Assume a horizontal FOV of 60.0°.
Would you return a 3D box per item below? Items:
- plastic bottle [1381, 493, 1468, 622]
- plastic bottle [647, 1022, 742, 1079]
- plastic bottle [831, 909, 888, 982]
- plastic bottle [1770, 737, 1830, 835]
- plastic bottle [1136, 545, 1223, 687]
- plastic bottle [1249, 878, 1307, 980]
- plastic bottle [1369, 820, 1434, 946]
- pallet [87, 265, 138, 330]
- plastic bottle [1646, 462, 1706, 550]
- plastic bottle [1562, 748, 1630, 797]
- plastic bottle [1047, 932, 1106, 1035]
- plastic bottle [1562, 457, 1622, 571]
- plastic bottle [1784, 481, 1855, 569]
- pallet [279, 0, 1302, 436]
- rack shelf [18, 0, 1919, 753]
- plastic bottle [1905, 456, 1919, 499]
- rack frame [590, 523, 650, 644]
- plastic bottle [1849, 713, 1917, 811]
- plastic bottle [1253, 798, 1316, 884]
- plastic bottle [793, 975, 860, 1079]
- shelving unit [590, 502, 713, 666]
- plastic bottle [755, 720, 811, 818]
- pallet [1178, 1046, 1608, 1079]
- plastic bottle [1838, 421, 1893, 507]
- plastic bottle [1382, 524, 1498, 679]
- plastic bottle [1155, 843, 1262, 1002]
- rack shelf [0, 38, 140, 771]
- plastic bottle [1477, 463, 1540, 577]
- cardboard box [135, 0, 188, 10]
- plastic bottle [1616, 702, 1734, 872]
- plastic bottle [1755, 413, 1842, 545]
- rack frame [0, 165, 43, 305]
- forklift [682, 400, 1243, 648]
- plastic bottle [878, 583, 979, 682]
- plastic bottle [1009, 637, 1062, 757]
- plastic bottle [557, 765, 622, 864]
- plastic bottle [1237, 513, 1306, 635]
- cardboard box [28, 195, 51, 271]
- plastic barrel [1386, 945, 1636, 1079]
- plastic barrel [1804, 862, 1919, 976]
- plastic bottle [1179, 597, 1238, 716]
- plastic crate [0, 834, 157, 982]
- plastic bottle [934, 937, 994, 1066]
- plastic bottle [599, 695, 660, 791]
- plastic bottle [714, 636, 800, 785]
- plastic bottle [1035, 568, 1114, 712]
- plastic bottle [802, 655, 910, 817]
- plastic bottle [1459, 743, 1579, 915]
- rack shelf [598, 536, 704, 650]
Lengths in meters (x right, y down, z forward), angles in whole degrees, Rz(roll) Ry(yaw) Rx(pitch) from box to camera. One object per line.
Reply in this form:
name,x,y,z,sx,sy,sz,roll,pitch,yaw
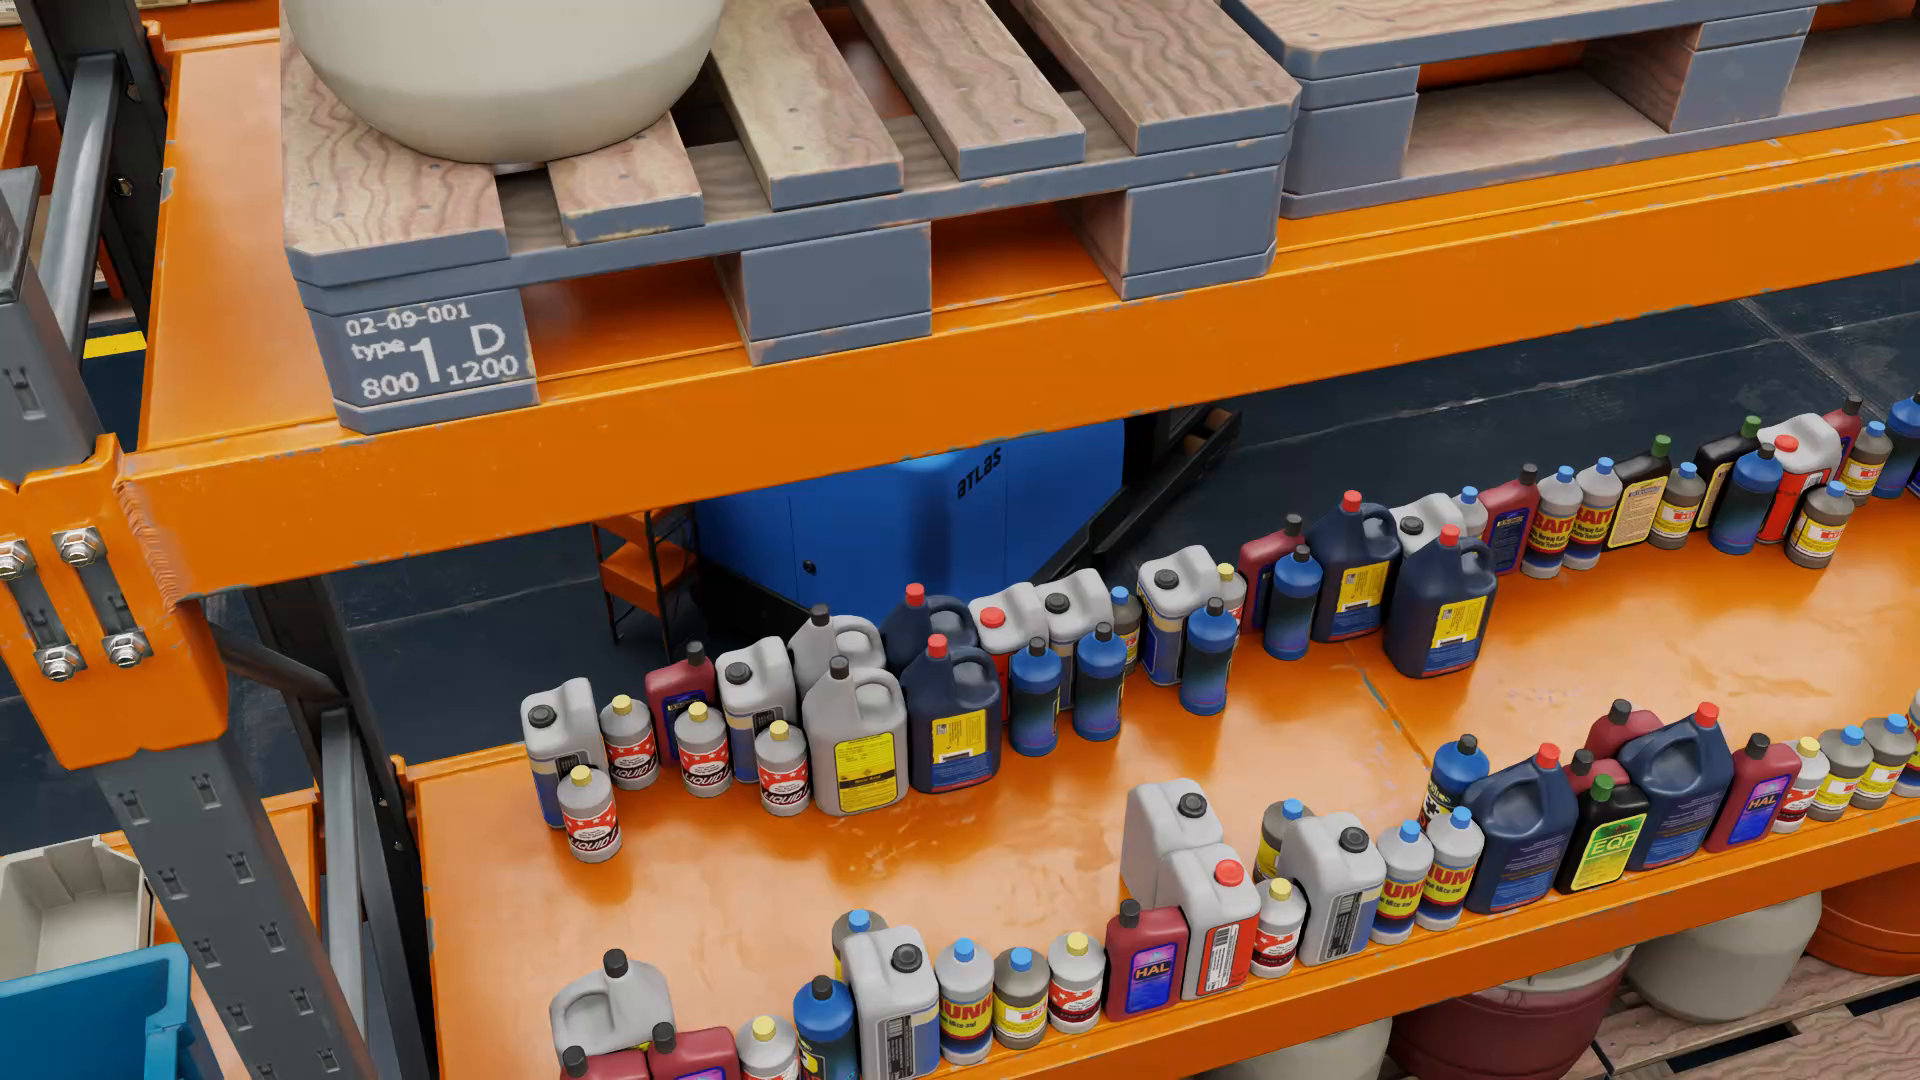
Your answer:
plastic bottle,0.966,0.038,3.521,0.135,0.276,0.152,-12,42,-13
plastic bottle,-0.412,0.838,2.600,0.133,0.283,0.061,-12,42,-13
plastic bottle,-0.167,0.700,2.820,0.097,0.201,0.097,0,41,0
plastic bottle,1.555,0.448,3.108,0.097,0.201,0.097,0,41,0
plastic bottle,0.441,0.146,3.397,0.135,0.276,0.152,-12,42,-13
plastic bottle,0.541,0.658,2.867,0.097,0.201,0.097,0,41,0
plastic bottle,0.762,0.586,2.897,0.097,0.271,0.097,0,41,0
pallet,-3.254,-1.332,7.114,1.213,0.211,1.003,-12,42,-13
plastic bottle,1.601,-0.085,3.718,0.097,0.201,0.097,0,41,0
plastic bottle,1.129,0.476,3.013,0.133,0.283,0.061,-12,42,-13
plastic bottle,0.192,0.731,2.785,0.097,0.201,0.097,0,41,0
plastic bottle,1.381,-0.065,3.643,0.097,0.271,0.097,0,41,0
plastic bottle,1.902,-0.042,3.669,0.097,0.201,0.097,0,41,0
pallet,-0.299,-0.650,2.078,1.003,0.211,1.213,-12,42,-13
rack shelf,0.891,-0.629,2.457,4.000,0.370,1.077,-12,42,-13
plastic bottle,2.288,-0.236,3.835,0.135,0.276,0.152,-12,42,-13
rack frame,-1.062,-0.116,5.085,0.008,1.050,0.200,24,47,25
plastic bottle,1.741,0.410,3.152,0.097,0.201,0.097,0,41,0
plastic bottle,0.588,0.544,2.999,0.097,0.201,0.097,0,41,0
plastic bottle,-0.214,0.789,2.665,0.097,0.271,0.097,0,41,0
shelving unit,-0.960,-0.071,5.033,0.252,1.050,0.215,24,47,25
plastic bottle,-0.335,0.421,3.139,0.097,0.201,0.097,0,41,0
pallet,0.897,1.305,4.096,1.213,0.211,1.003,-12,42,-13
plastic bottle,2.077,-0.183,3.831,0.097,0.201,0.097,0,41,0
plastic bottle,0.986,0.108,3.385,0.185,0.351,0.144,-12,42,-13
plastic bottle,0.422,0.636,2.836,0.135,0.276,0.152,-12,42,-13
rack shelf,-2.925,0.161,1.552,4.000,0.370,1.077,-12,42,-13
plastic bottle,1.173,-0.039,3.604,0.133,0.283,0.061,-12,42,-13
cardboard box,-2.943,-2.072,6.032,0.250,0.149,0.380,-11,42,-12
plastic bottle,1.286,0.432,3.013,0.185,0.351,0.144,-12,42,-13
plastic bottle,1.847,-0.145,3.730,0.135,0.276,0.152,-12,42,-13
rack frame,-1.017,-1.634,0.781,0.127,3.000,1.000,-12,42,-13
forklift,0.375,-1.482,5.218,1.130,2.935,3.031,25,47,26
plastic bottle,-0.062,0.220,3.256,0.185,0.351,0.144,-12,42,-13
plastic bottle,0.146,0.295,3.230,0.097,0.271,0.097,0,41,0
plastic bottle,-0.683,0.493,3.056,0.097,0.201,0.097,0,41,0
plastic bottle,0.648,0.069,3.479,0.133,0.283,0.061,-12,42,-13
cardboard box,-4.017,-1.583,6.578,0.875,0.875,0.875,-12,42,-13
plastic barrel,1.260,0.915,3.937,0.708,0.588,0.600,-12,42,-13
plastic barrel,2.337,0.601,4.113,0.708,0.830,0.600,-12,42,-13
plastic bottle,0.496,0.223,3.313,0.097,0.271,0.097,0,41,0
plastic crate,-1.504,0.704,2.819,0.243,0.136,0.396,-12,42,-13
plastic bottle,0.007,0.743,2.718,0.097,0.271,0.097,0,41,0
plastic bottle,-0.636,0.379,3.188,0.097,0.201,0.097,0,41,0
plastic bottle,-0.390,0.319,3.200,0.135,0.276,0.152,-12,42,-13
plastic bottle,0.220,0.192,3.344,0.135,0.276,0.152,-12,42,-13
plastic bottle,-0.195,0.347,3.111,0.185,0.351,0.144,-12,42,-13
plastic bottle,0.983,0.495,2.941,0.185,0.351,0.144,-12,42,-13
rack shelf,-0.960,0.146,5.223,0.240,0.259,0.215,24,47,25
